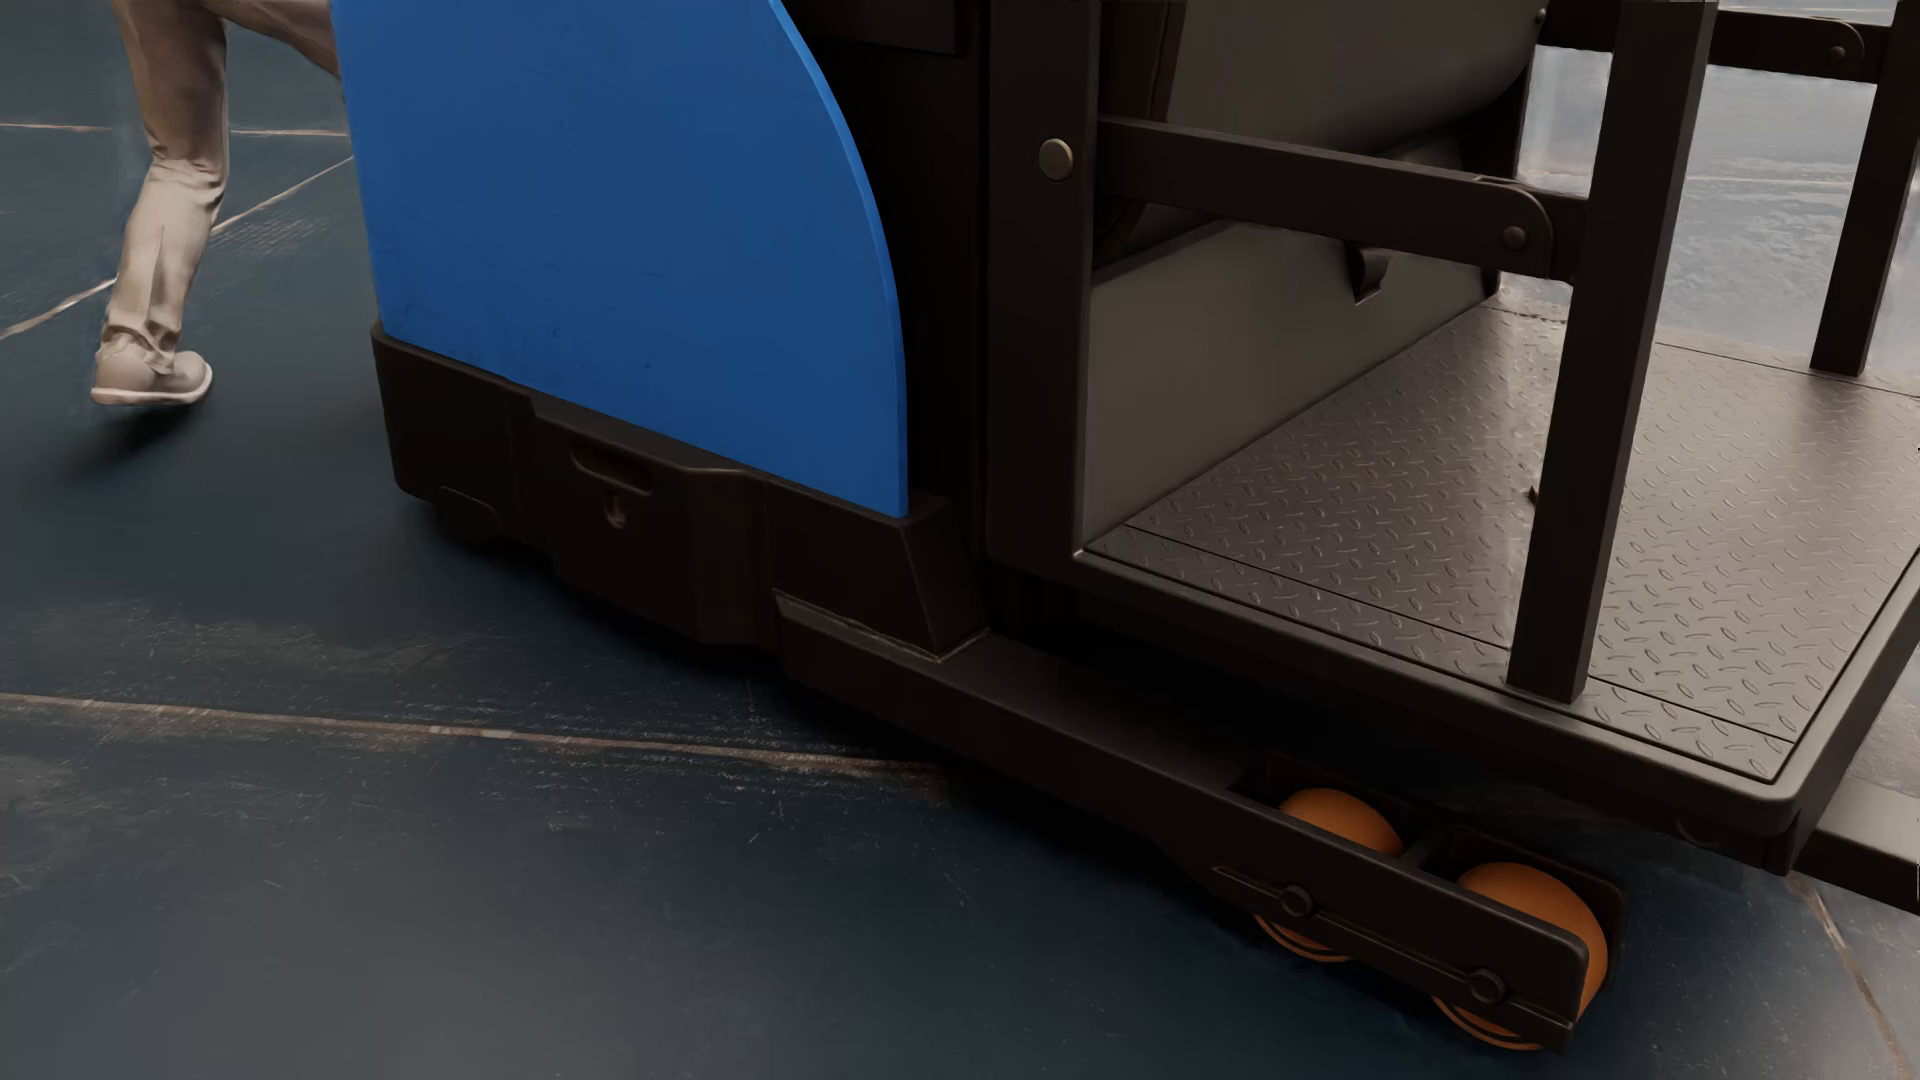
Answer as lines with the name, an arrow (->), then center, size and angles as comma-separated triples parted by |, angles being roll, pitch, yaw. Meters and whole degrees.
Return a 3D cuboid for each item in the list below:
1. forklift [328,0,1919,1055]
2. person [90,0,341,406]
forklift -> 0.605, -1.107, 1.436 | 3.031, 2.935, 1.130 | 20, 33, 34
person -> -1.127, -0.972, 2.682 | 0.647, 1.567, 0.704 | 6, 27, 13
